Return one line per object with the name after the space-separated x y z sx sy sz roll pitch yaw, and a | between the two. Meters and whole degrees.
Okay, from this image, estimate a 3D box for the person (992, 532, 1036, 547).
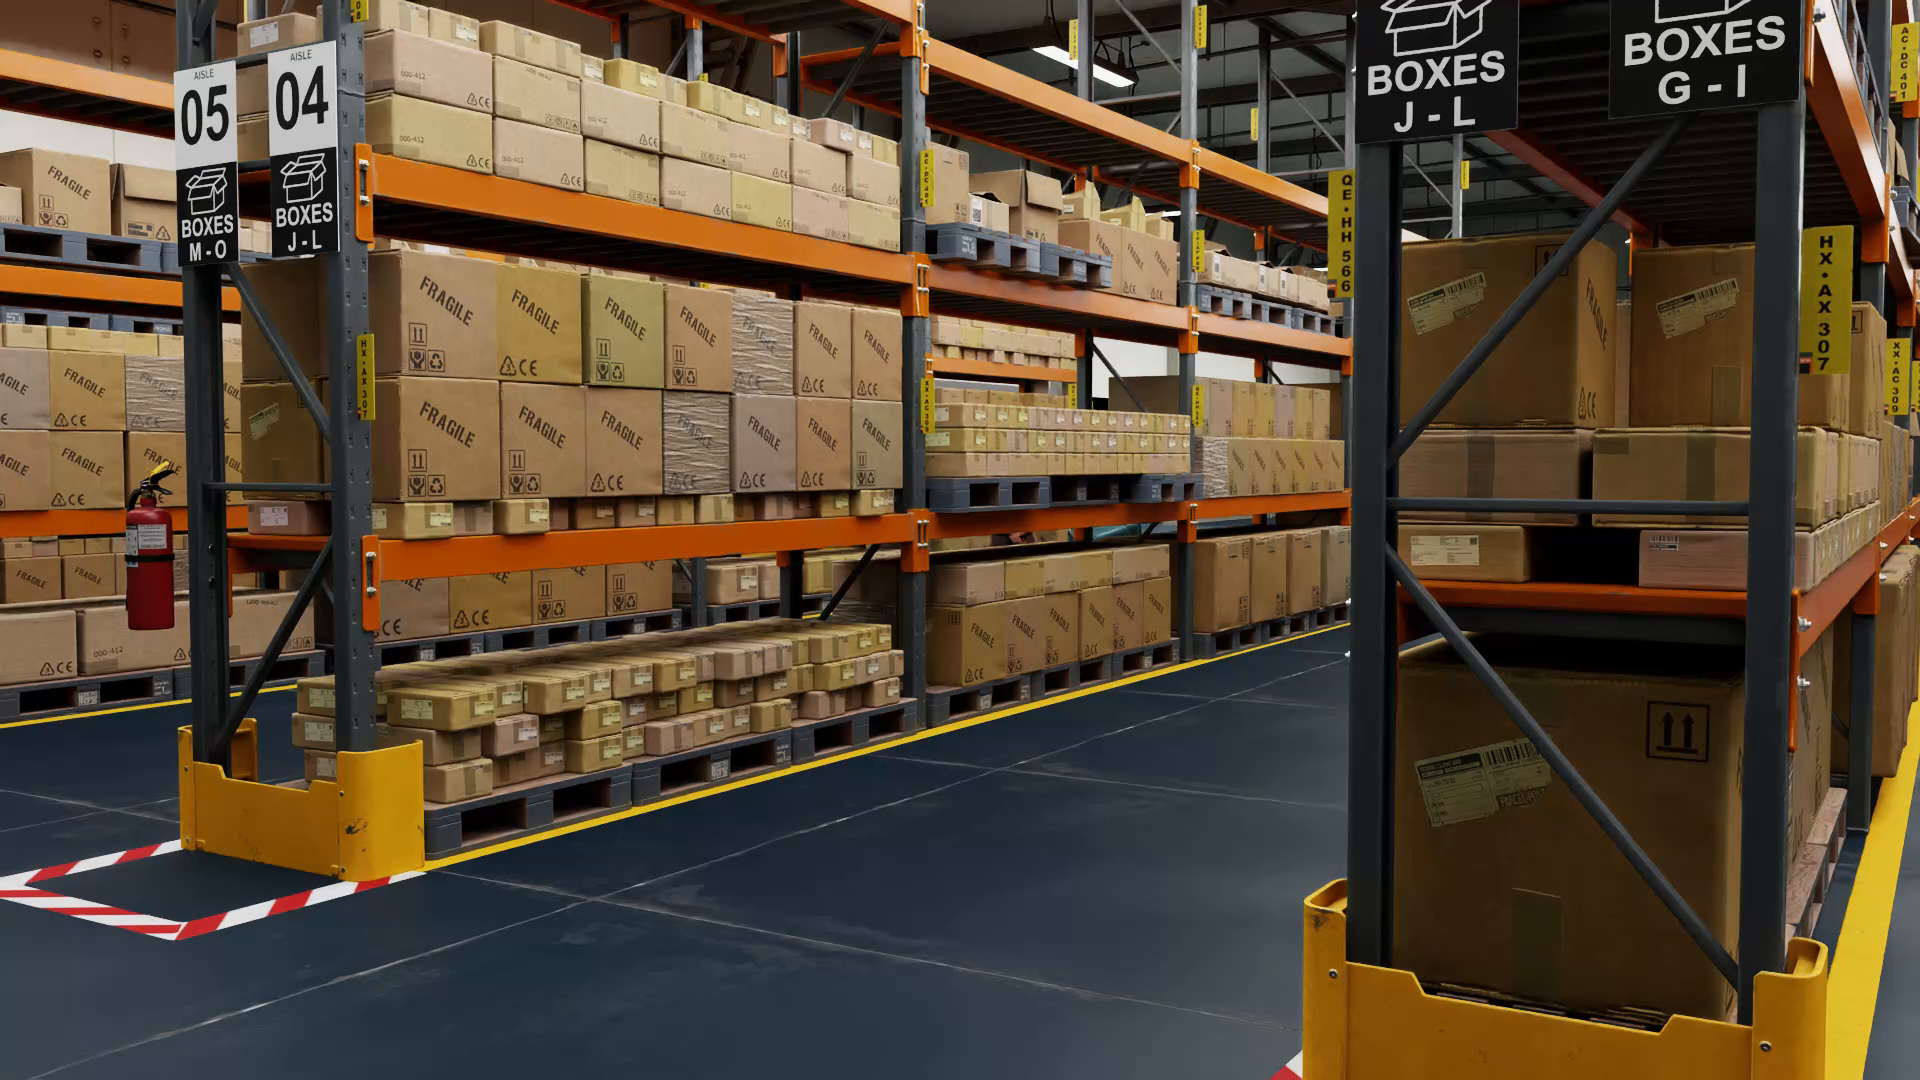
0.524 -0.023 16.212 0.575 1.692 0.748 -2 3 -34 | person
